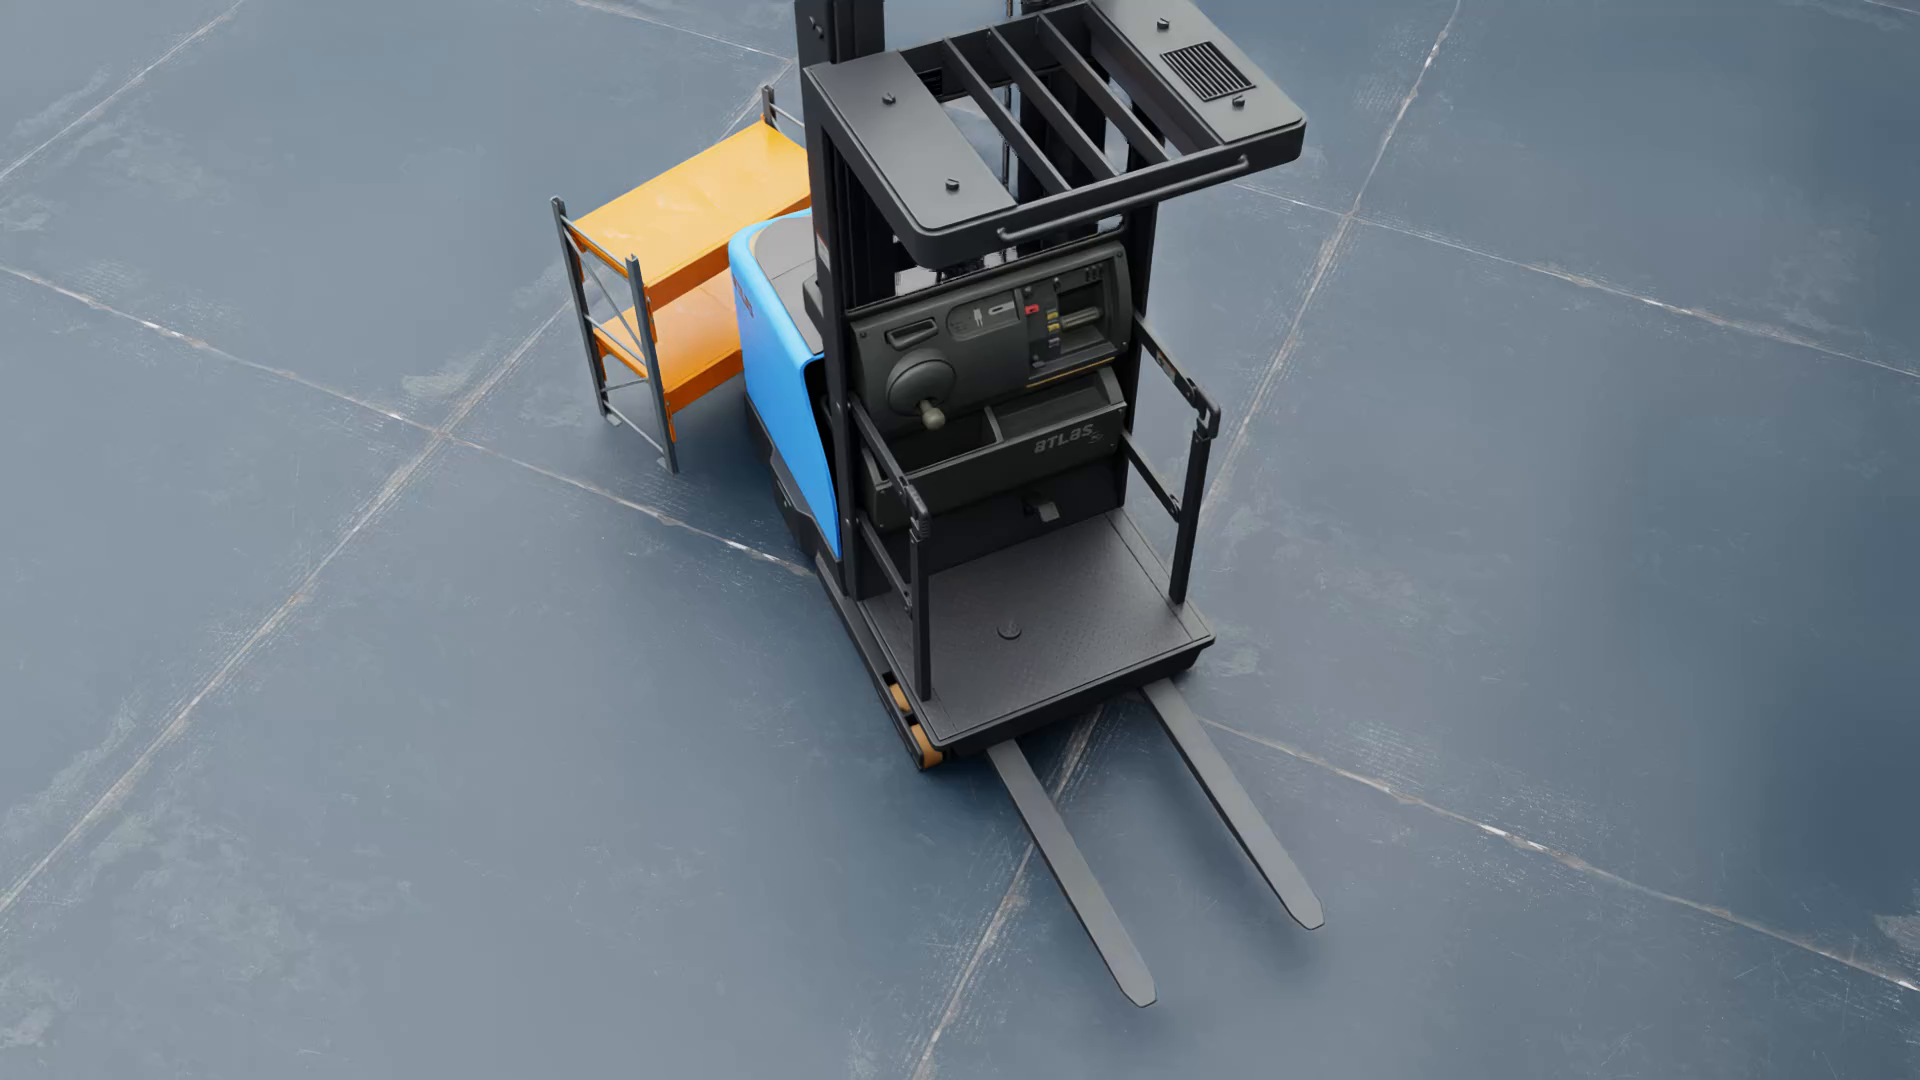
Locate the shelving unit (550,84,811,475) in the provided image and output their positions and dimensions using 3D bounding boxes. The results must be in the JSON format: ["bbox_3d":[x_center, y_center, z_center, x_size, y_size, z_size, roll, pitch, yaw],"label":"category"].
[{"bbox_3d":[-0.972,-1.043,6.714,1.048,1.125,0.538,-37,59,-27],"label":"shelving unit"}]

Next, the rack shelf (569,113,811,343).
[{"bbox_3d":[-0.972,-1.233,6.491,1.000,0.278,0.538,-37,59,-27],"label":"rack shelf"}]

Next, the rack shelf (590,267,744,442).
[{"bbox_3d":[-0.972,-0.885,6.900,1.000,0.278,0.538,-37,59,-27],"label":"rack shelf"}]

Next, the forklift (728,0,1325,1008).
[{"bbox_3d":[0.209,-0.533,5.094,1.130,2.935,3.031,-20,52,-16],"label":"forklift"}]

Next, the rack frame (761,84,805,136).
[{"bbox_3d":[-0.608,-1.314,6.944,0.032,1.125,0.500,-37,59,-27],"label":"rack frame"}]

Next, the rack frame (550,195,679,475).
[{"bbox_3d":[-1.335,-0.772,6.484,0.032,1.125,0.500,-37,59,-27],"label":"rack frame"}]
